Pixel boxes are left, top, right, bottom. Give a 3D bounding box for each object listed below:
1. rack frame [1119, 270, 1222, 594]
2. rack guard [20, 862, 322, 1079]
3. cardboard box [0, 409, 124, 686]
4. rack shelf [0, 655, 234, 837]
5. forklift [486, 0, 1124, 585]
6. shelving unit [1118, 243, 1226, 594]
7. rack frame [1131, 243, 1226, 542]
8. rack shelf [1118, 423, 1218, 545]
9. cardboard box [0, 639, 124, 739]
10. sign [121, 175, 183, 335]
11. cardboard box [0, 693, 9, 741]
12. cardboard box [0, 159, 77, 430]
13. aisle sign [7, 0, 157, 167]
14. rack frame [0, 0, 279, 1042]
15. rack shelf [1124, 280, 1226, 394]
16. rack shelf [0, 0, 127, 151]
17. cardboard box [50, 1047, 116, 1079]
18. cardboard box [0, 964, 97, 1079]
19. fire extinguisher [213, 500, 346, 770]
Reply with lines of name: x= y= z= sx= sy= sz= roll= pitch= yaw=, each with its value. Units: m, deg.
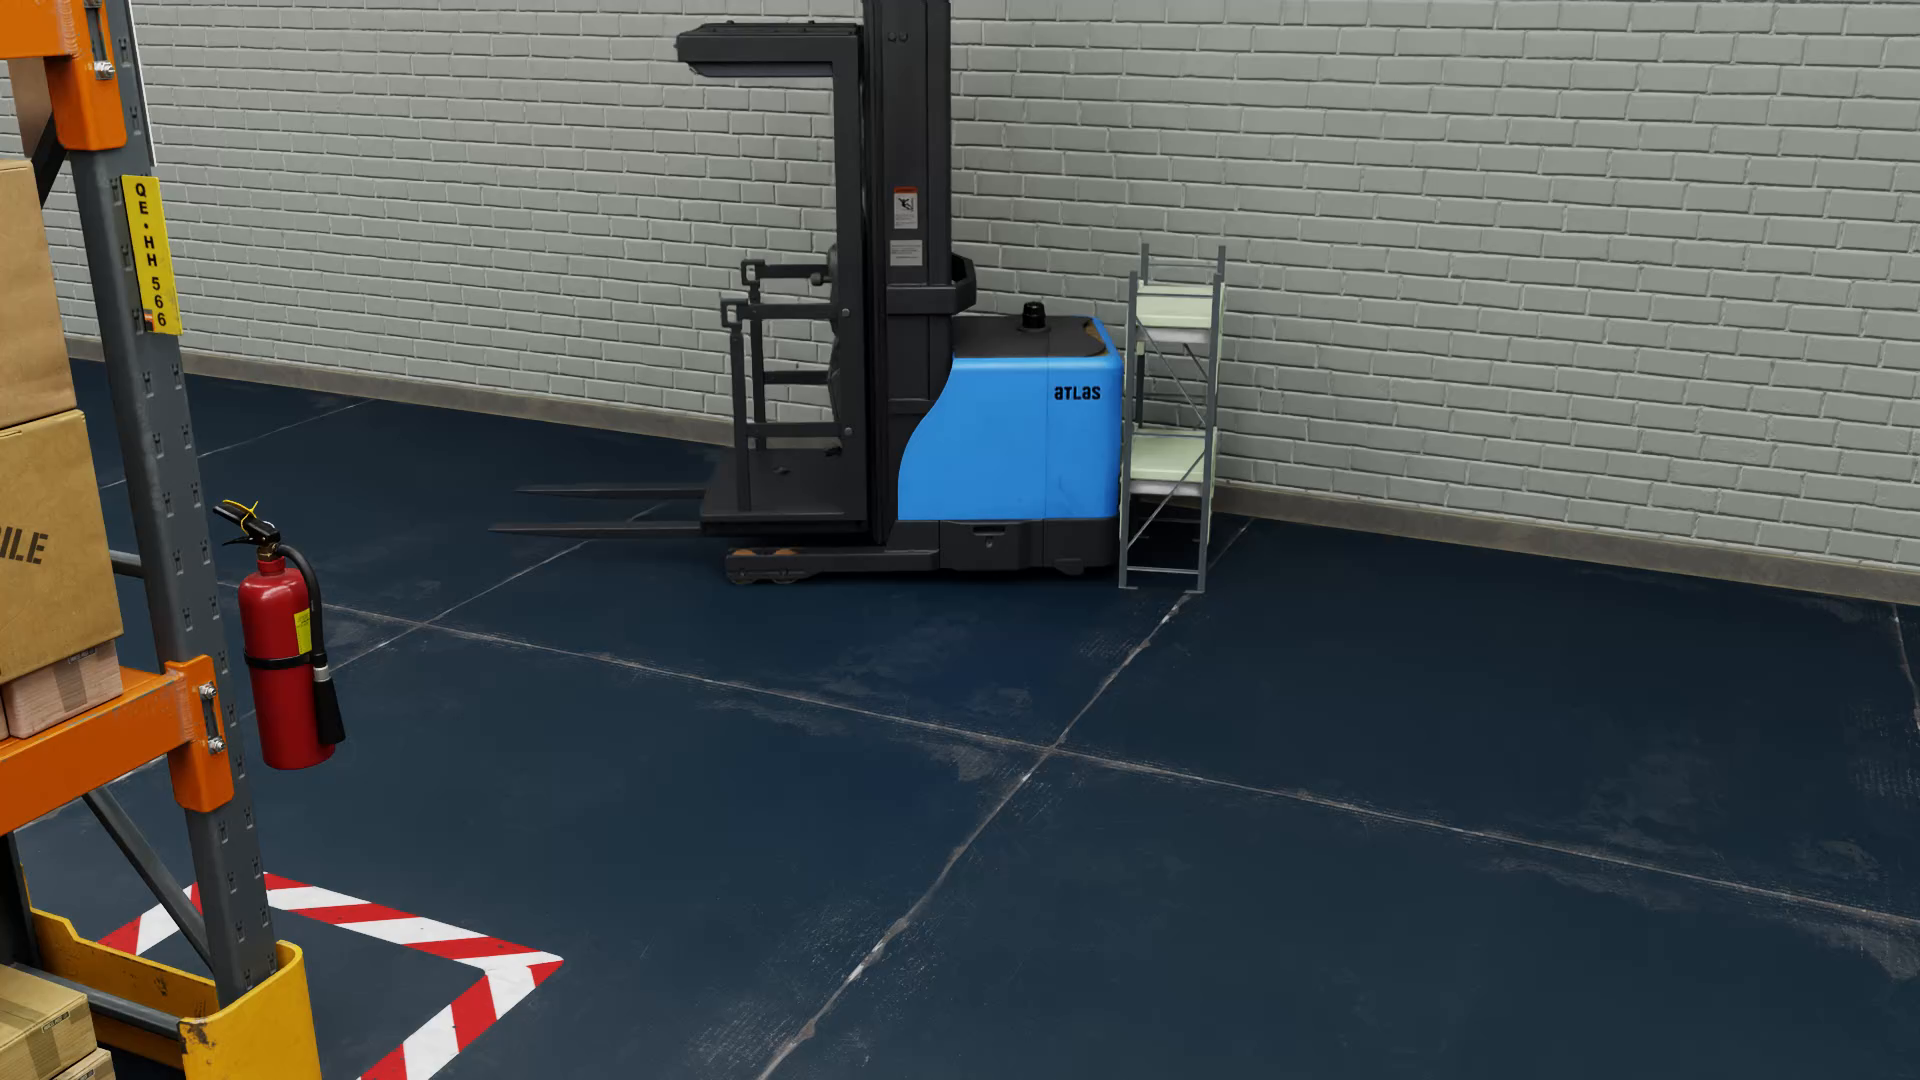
rack frame: x=0.945 y=-0.468 z=7.547 sx=0.400 sy=1.500 sz=0.023 roll=3 pitch=20 yaw=9
rack guard: x=-2.204 y=1.224 z=4.280 sx=1.175 sy=0.500 sz=0.348 roll=9 pitch=21 yaw=23
cardboard box: x=-2.122 y=0.009 z=3.375 sx=0.500 sy=0.500 sz=0.500 roll=9 pitch=21 yaw=24
rack shelf: x=-2.992 y=0.974 z=2.328 sx=1.077 sy=0.370 sz=4.000 roll=9 pitch=21 yaw=23
forklift: x=-0.760 y=-1.347 z=7.881 sx=3.031 sy=2.935 sz=1.130 roll=-1 pitch=20 yaw=-2
shelving unit: x=1.009 y=-0.589 z=7.887 sx=0.431 sy=1.500 sz=0.755 roll=3 pitch=20 yaw=9
rack frame: x=1.073 y=-0.710 z=8.226 sx=0.400 sy=1.500 sz=0.023 roll=3 pitch=20 yaw=9
rack shelf: x=1.009 y=-0.282 z=7.996 sx=0.431 sy=0.370 sz=0.720 roll=3 pitch=20 yaw=9
cardboard box: x=-2.048 y=0.280 z=3.580 sx=0.380 sy=0.149 sz=0.250 roll=9 pitch=21 yaw=23
sign: x=-1.675 y=-0.589 z=3.448 sx=0.100 sy=0.325 sz=0.005 roll=9 pitch=21 yaw=23
cardboard box: x=-2.185 y=0.351 z=3.380 sx=0.380 sy=0.149 sz=0.250 roll=9 pitch=21 yaw=23
cardboard box: x=-2.133 y=-0.461 z=3.203 sx=0.500 sy=0.500 sz=0.500 roll=8 pitch=21 yaw=22
aisle sign: x=-1.869 y=-1.183 z=3.438 sx=0.394 sy=0.787 sz=0.004 roll=9 pitch=21 yaw=23
rack frame: x=-2.173 y=0.023 z=3.927 sx=1.000 sy=3.000 sz=0.127 roll=9 pitch=21 yaw=23
rack shelf: x=1.009 y=-0.957 z=7.756 sx=0.431 sy=0.370 sz=0.720 roll=3 pitch=20 yaw=9
rack shelf: x=-2.992 y=-0.440 z=1.826 sx=1.077 sy=0.370 sz=4.000 roll=9 pitch=21 yaw=23
cardboard box: x=-2.129 y=1.229 z=3.720 sx=0.380 sy=0.149 sz=0.250 roll=8 pitch=21 yaw=21
cardboard box: x=-2.158 y=1.085 z=3.682 sx=0.380 sy=0.149 sz=0.250 roll=9 pitch=21 yaw=23
fire extinguisher: x=-1.649 y=0.222 z=4.041 sx=0.296 sy=0.674 sz=0.183 roll=9 pitch=21 yaw=23
